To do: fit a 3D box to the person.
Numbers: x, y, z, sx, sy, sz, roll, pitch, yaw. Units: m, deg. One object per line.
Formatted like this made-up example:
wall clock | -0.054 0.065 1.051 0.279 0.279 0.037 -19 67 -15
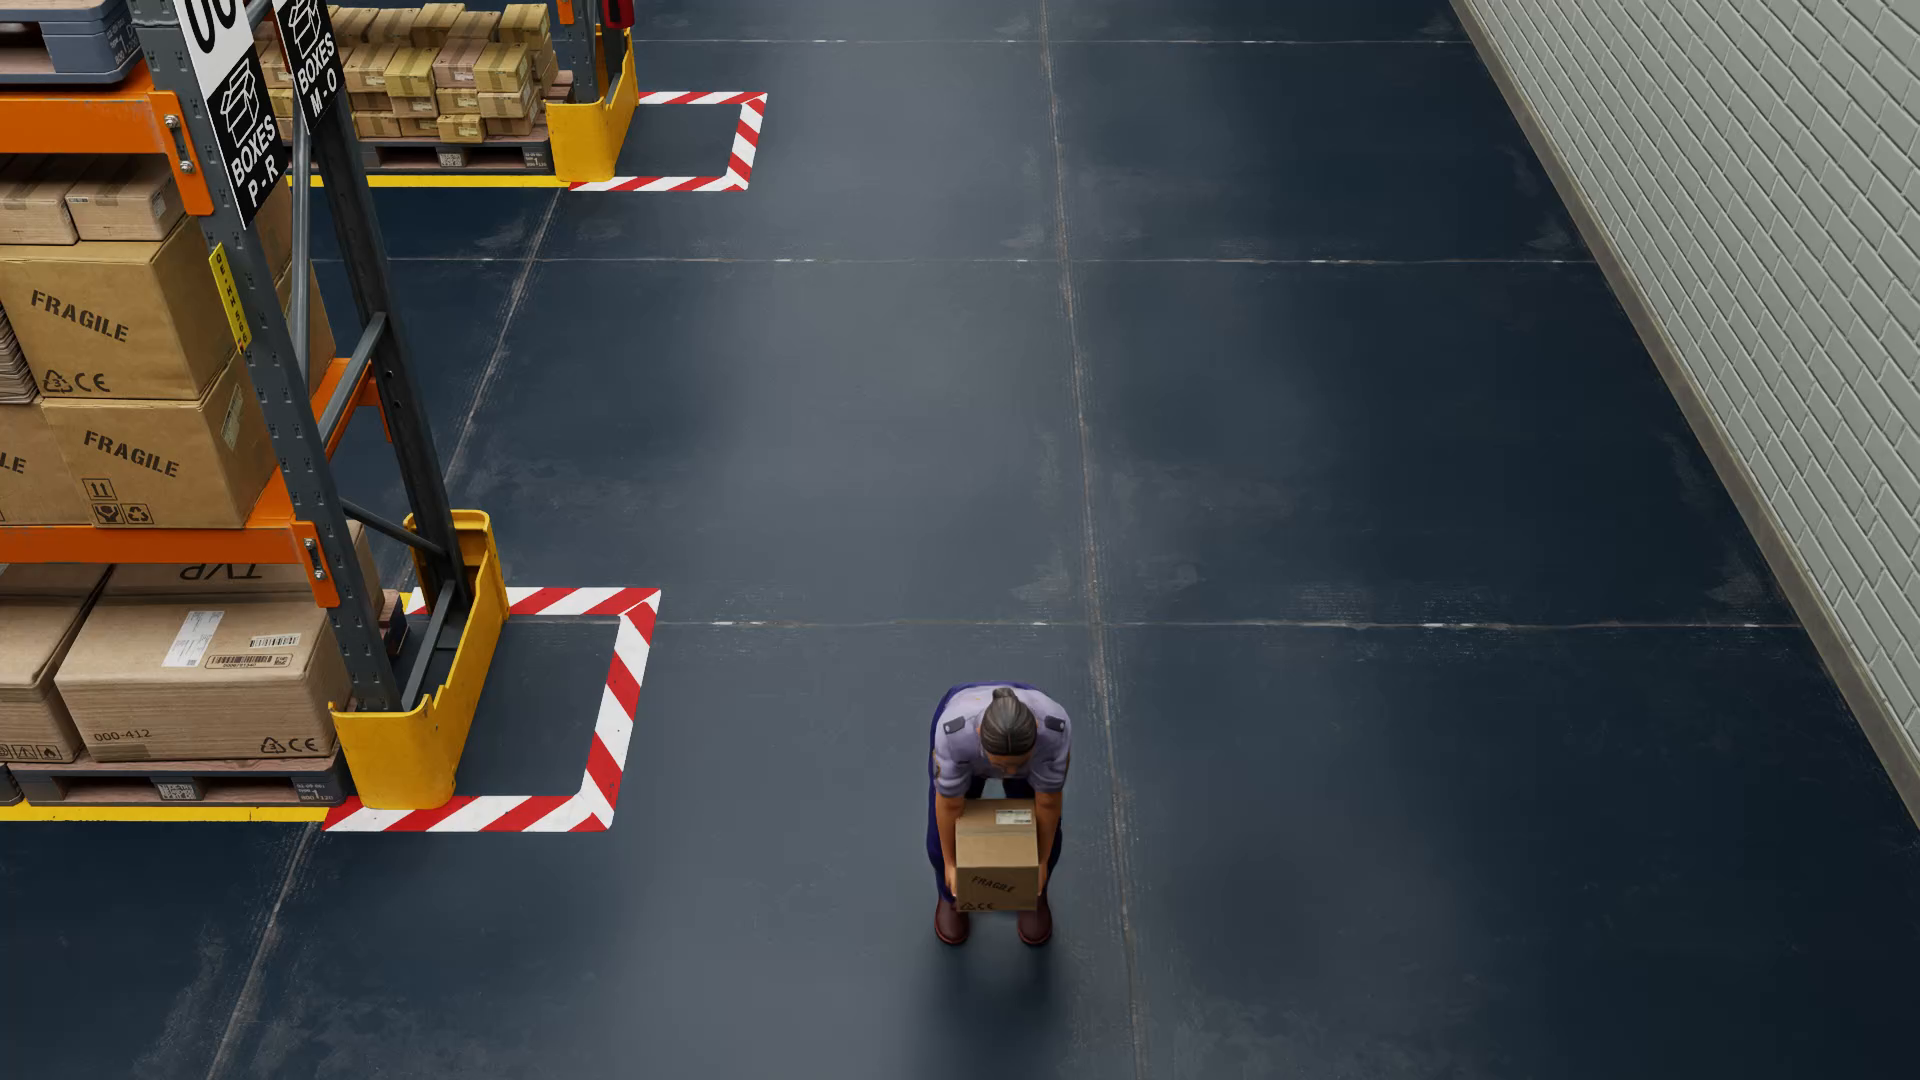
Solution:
person | 0.116 0.849 5.321 0.455 1.436 0.729 -1 40 -1
